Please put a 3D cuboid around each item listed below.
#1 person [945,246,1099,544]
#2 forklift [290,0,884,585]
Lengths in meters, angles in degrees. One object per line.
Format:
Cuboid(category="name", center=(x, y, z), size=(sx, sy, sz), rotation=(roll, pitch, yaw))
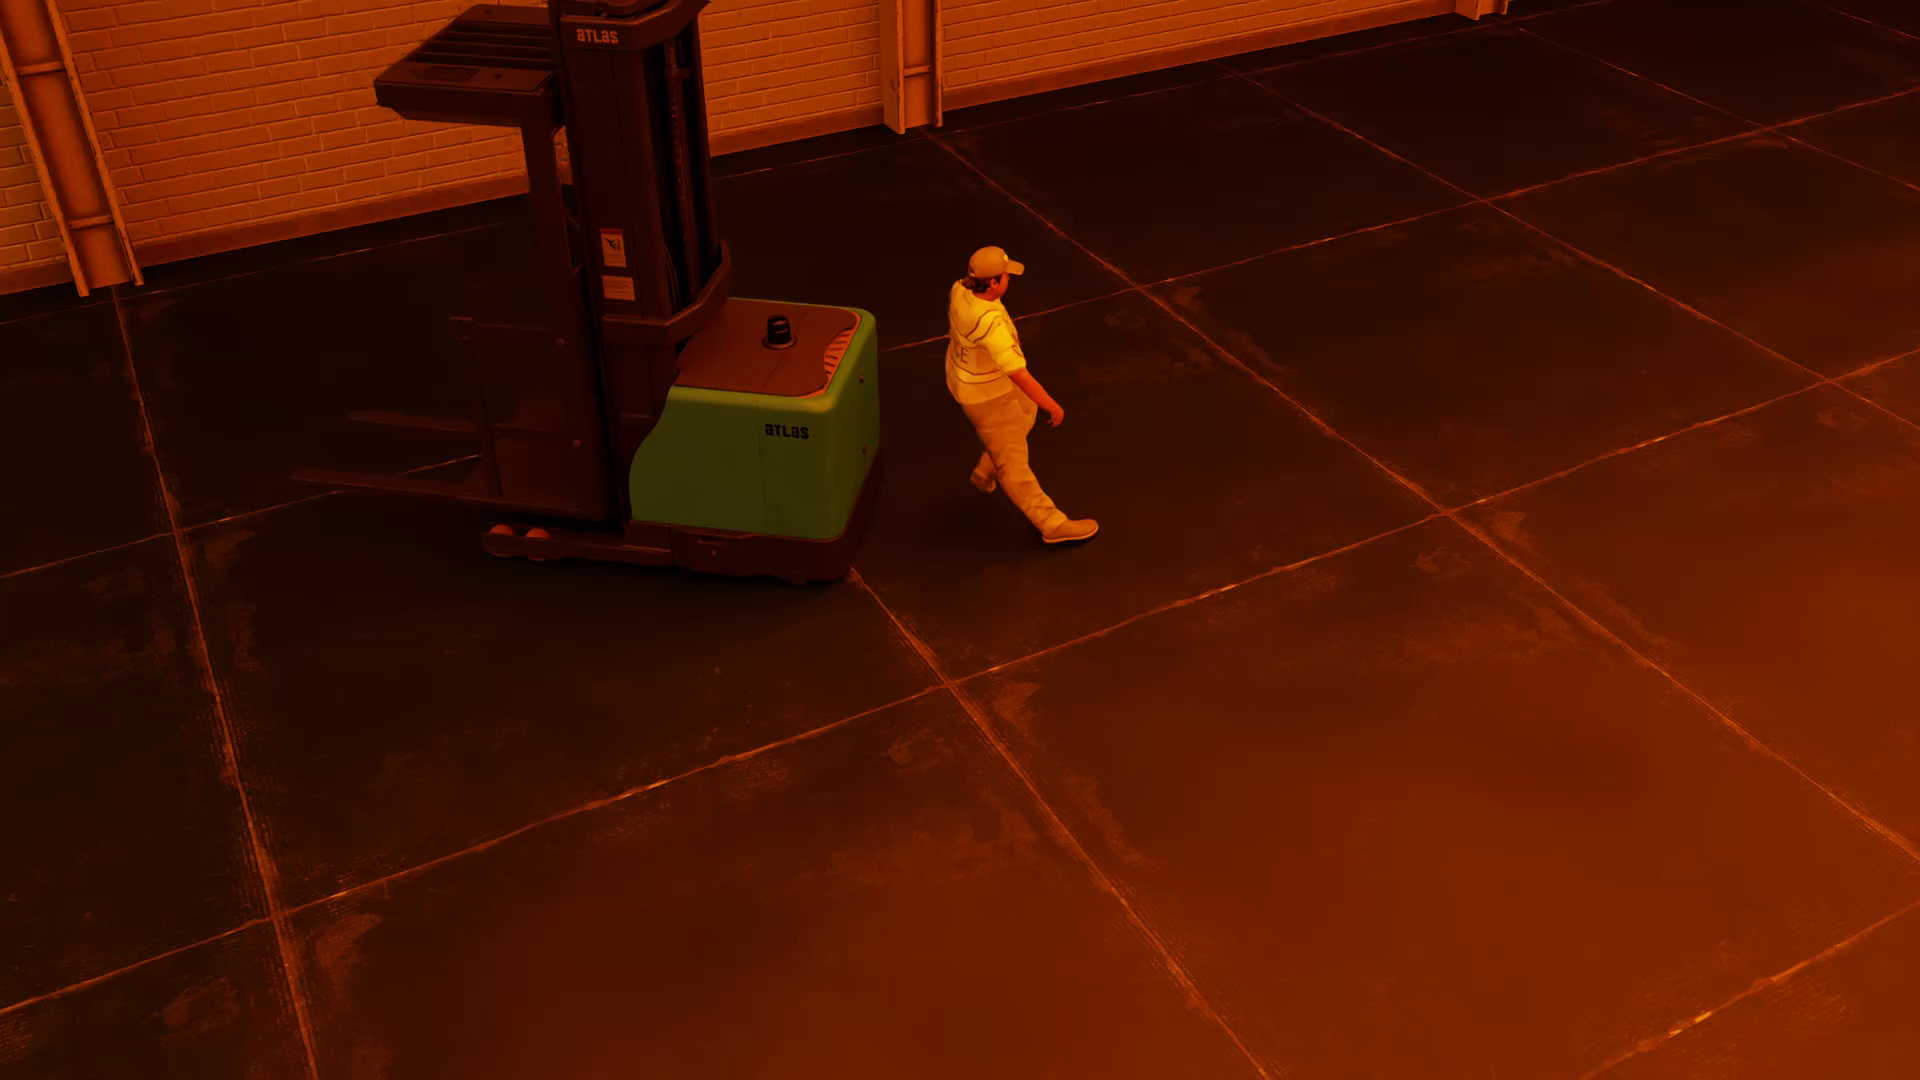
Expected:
Cuboid(category="person", center=(0.311, -0.777, 8.395), size=(0.685, 1.552, 0.709), rotation=(-9, 36, -13))
Cuboid(category="forklift", center=(-1.980, -1.381, 8.076), size=(3.031, 2.935, 1.130), rotation=(6, 36, 9))
